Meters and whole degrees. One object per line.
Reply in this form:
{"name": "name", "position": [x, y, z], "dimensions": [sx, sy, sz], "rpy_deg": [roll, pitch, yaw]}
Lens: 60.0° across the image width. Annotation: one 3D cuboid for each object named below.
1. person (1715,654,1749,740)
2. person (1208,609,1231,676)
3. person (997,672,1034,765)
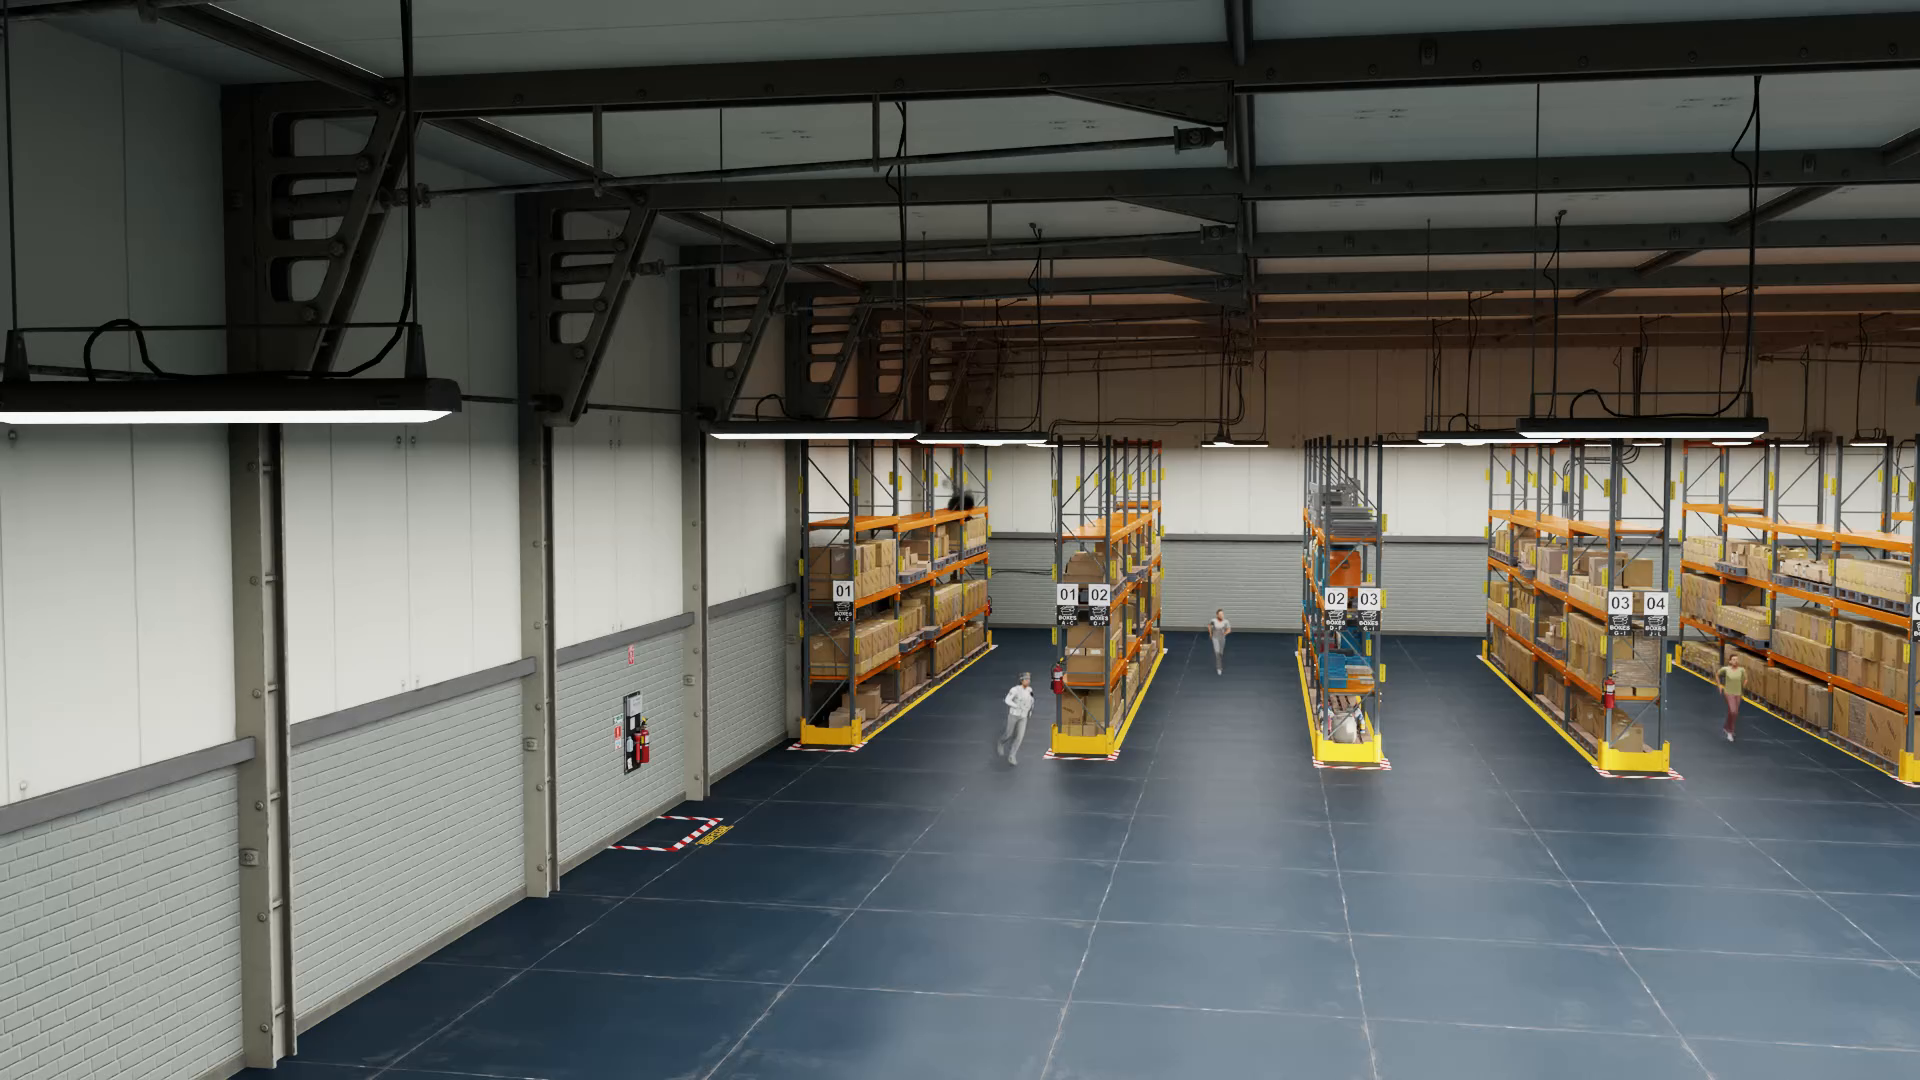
{"name": "person", "position": [15.361, 3.112, 33.042], "dimensions": [0.564, 1.721, 0.728], "rpy_deg": [0, 3, 2]}
{"name": "person", "position": [6.653, 2.593, 42.700], "dimensions": [0.579, 1.672, 0.941], "rpy_deg": [0, 3, 4]}
{"name": "person", "position": [1.100, 3.247, 30.653], "dimensions": [0.640, 1.648, 0.875], "rpy_deg": [-1, 3, -19]}
